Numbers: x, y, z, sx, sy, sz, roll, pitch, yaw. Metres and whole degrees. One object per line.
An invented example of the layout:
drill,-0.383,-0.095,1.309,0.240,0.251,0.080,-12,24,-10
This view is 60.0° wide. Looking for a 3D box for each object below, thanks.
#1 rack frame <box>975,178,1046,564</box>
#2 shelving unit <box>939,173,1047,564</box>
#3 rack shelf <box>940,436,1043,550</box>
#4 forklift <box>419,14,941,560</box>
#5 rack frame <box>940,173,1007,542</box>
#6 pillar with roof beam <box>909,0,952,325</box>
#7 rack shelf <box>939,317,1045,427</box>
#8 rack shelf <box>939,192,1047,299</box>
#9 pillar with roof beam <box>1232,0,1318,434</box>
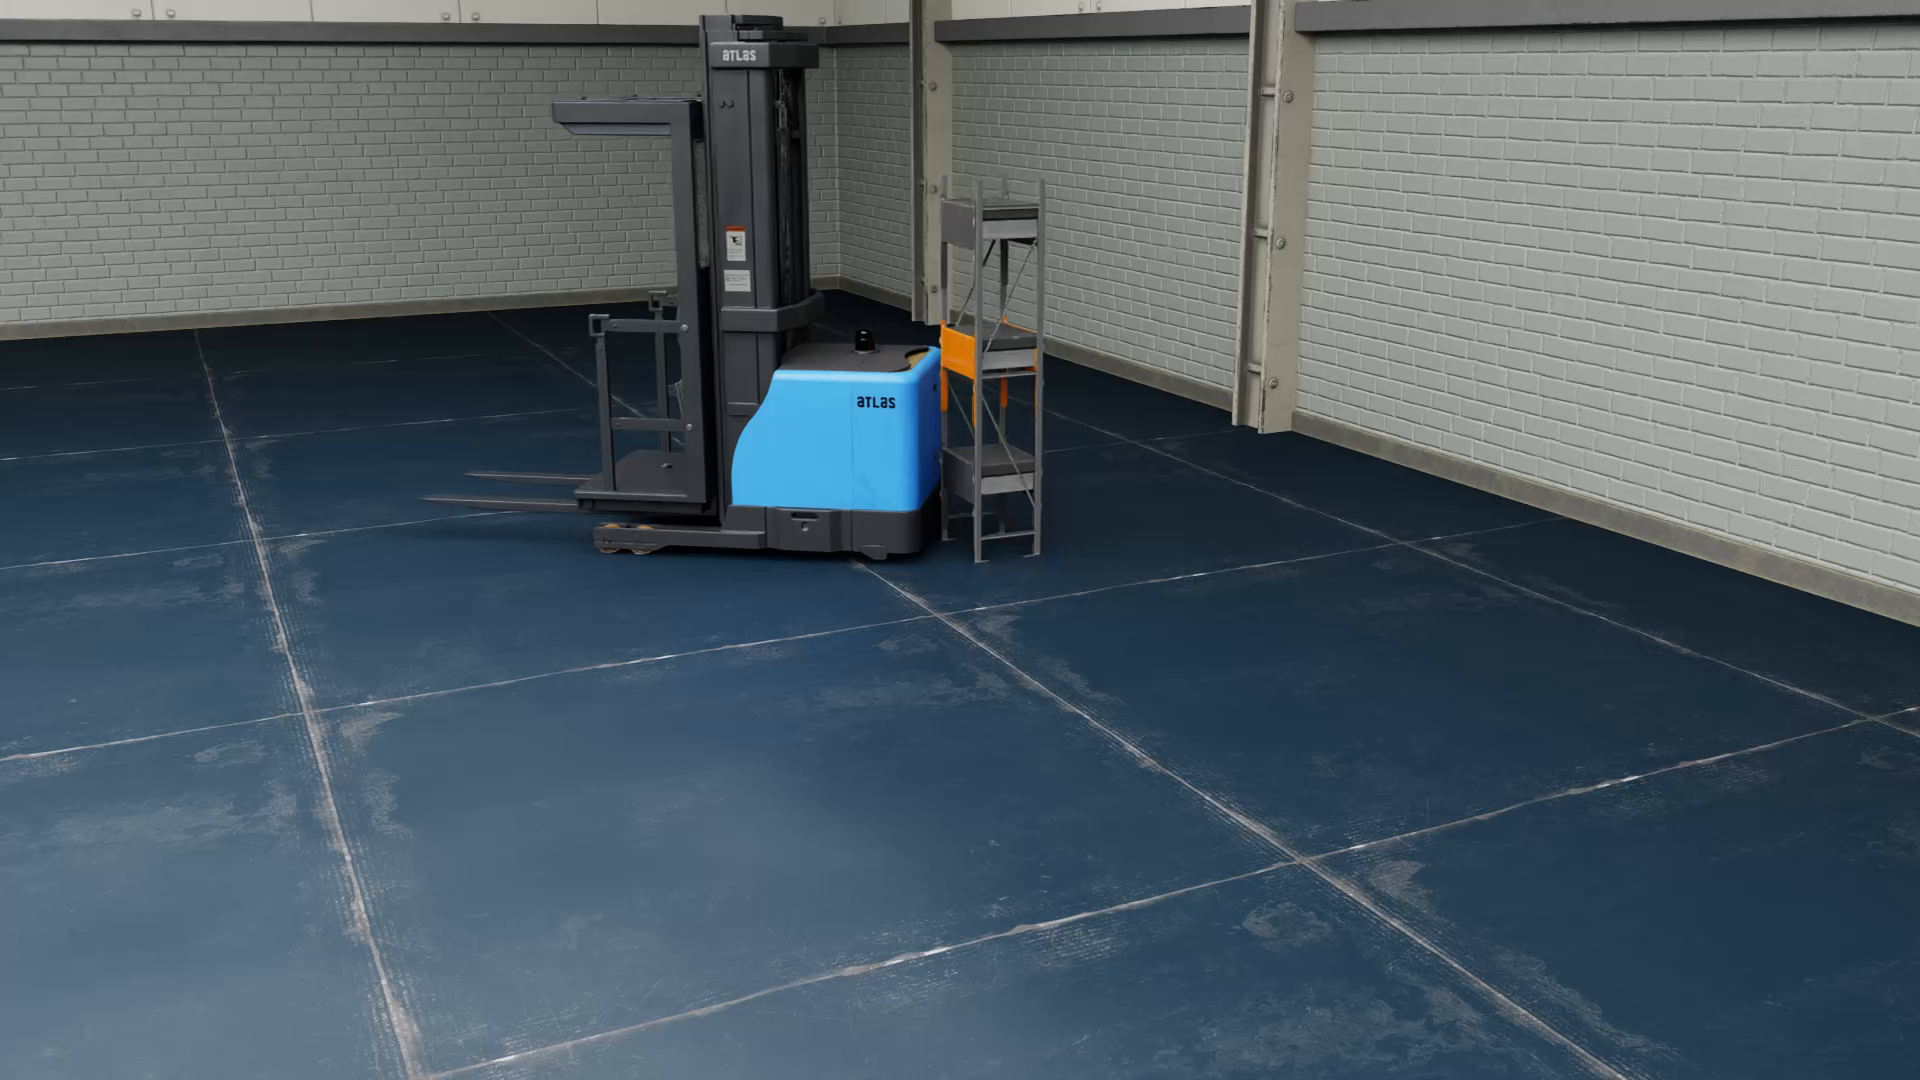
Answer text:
rack frame,0.270,-0.897,9.071,0.400,2.100,0.015,-7,17,-22
shelving unit,0.174,-0.959,9.287,0.431,2.100,0.503,-7,17,-22
rack shelf,0.174,-0.273,9.484,0.431,0.518,0.480,-7,17,-22
forklift,-1.643,-1.465,9.541,3.031,2.935,1.130,2,16,8
rack frame,0.078,-1.021,9.503,0.400,2.100,0.015,-7,17,-22
pillar with roof beam,-4.171,-6.161,14.906,9.100,9.000,0.400,-8,18,-25
rack shelf,0.174,-0.946,9.291,0.431,0.518,0.480,-7,17,-22
rack shelf,0.174,-1.619,9.098,0.431,0.518,0.480,-7,17,-22
pillar with roof beam,-1.543,-4.673,9.721,9.100,9.000,0.400,-8,18,-25
